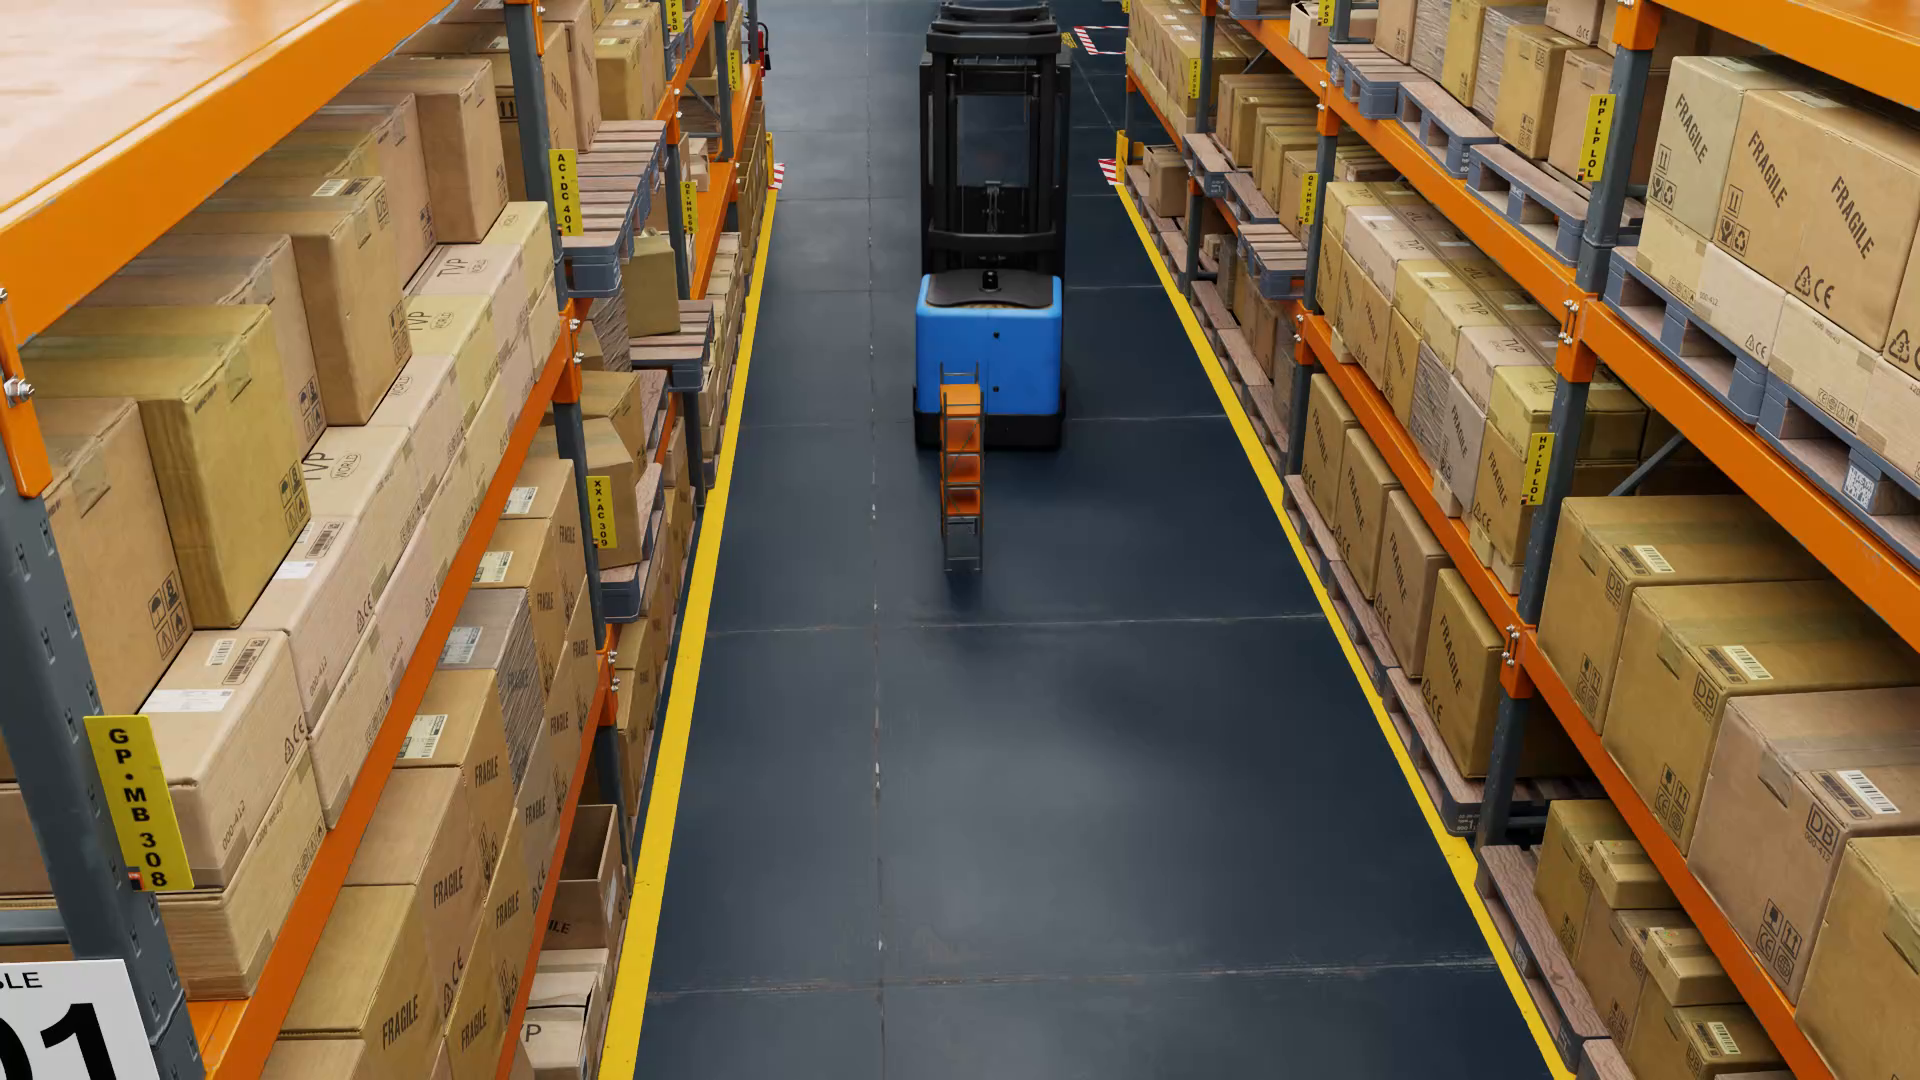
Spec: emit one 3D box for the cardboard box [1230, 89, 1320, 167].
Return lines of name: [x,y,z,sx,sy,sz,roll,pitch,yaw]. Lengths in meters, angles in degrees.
cardboard box: [2.538,-3.272,13.196,0.700,0.500,0.500,1,28,3]

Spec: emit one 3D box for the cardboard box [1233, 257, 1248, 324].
cardboard box: [2.655,-2.037,13.638,0.700,0.500,0.500,-2,28,-4]

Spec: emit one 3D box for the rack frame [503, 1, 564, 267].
rack frame: [-2.006,-2.371,5.565,1.000,3.000,0.127,-1,28,-3]

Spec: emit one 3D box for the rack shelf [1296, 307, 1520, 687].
rack shelf: [2.836,-0.437,9.122,1.077,0.370,4.000,-1,28,-3]

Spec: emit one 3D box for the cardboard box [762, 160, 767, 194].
cardboard box: [-2.271,-3.749,17.213,0.500,0.250,0.500,-1,28,-3]

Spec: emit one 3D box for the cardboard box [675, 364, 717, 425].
cardboard box: [-1.949,-1.023,11.380,0.500,0.311,0.500,0,28,-1]

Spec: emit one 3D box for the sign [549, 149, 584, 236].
sign: [-1.464,-1.287,6.171,0.100,0.325,0.005,-1,28,-3]

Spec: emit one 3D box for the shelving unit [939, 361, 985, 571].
shelving unit: [0.009,-0.456,10.326,0.258,1.200,0.503,-1,28,-3]

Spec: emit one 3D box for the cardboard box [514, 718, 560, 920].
cardboard box: [-1.666,0.945,5.587,0.500,0.500,0.500,-1,28,-1]

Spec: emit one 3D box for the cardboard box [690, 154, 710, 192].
cardboard box: [-2.194,-2.944,13.297,0.396,0.266,0.258,-2,28,-4]

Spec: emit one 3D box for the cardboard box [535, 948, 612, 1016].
cardboard box: [-1.613,1.786,6.689,0.380,0.149,0.250,-1,28,-3]

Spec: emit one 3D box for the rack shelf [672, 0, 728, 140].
rack shelf: [-2.319,-3.493,11.737,1.077,0.370,4.000,-1,28,-3]

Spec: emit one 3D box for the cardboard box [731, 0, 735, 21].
cardboard box: [-2.585,-5.389,16.328,0.700,0.500,0.500,-2,28,-4]

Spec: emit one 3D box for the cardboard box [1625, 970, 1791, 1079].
cardboard box: [2.925,1.907,6.099,0.700,0.500,0.500,-1,28,-1]

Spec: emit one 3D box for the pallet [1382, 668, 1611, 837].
pallet: [2.825,1.050,8.509,1.003,0.211,1.213,-1,28,-3]

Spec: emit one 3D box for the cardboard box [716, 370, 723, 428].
cardboard box: [-1.976,-1.006,11.955,0.500,0.250,0.500,-2,28,-4]

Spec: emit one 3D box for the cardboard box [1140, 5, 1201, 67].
cardboard box: [2.076,-4.954,16.334,0.500,0.500,0.500,-2,28,-4]

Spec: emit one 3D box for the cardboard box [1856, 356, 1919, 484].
cardboard box: [2.786,-0.291,4.421,0.500,0.250,0.500,-2,28,-4]

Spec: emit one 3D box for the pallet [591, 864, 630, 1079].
pallet: [-1.971,1.843,6.989,1.003,0.211,1.213,-1,28,-3]

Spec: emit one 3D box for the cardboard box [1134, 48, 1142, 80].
cardboard box: [2.064,-4.844,16.934,0.500,0.250,0.500,-2,28,-4]

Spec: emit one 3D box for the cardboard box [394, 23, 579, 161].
cardboard box: [-2.016,-1.858,7.155,0.600,0.600,0.600,-2,28,-3]

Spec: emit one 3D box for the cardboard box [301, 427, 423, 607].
cardboard box: [-1.616,-0.054,3.988,0.500,0.250,0.500,-1,28,-3]

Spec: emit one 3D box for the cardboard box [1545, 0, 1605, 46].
cardboard box: [2.982,-2.398,7.466,0.500,0.250,0.500,-2,28,-4]

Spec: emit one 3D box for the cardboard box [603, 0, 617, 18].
cardboard box: [-2.198,-3.174,9.159,0.500,0.500,0.500,-1,28,-3]

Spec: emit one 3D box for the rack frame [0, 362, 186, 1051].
rack frame: [-1.797,-0.524,2.023,1.000,3.000,0.127,-1,28,-3]

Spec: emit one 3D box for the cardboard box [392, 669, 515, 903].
cardboard box: [-1.640,0.730,4.917,0.500,0.500,0.500,-2,28,-3]

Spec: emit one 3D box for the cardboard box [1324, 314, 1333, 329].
cardboard box: [2.518,-1.419,10.478,0.380,0.149,0.250,-2,28,-3]

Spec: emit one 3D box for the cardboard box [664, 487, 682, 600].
cardboard box: [-1.905,0.020,9.695,0.500,0.500,0.500,-2,28,-5]

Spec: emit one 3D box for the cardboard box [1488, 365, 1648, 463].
cardboard box: [2.661,-0.559,7.316,0.500,0.250,0.500,-1,28,-1]

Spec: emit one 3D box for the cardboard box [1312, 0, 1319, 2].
cardboard box: [2.757,-3.665,11.156,0.797,0.503,0.637,2,28,5]

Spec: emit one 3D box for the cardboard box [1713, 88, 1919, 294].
cardboard box: [2.731,-1.086,5.133,0.500,0.500,0.500,-2,28,-4]

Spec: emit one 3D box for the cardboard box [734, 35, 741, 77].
cardboard box: [-2.589,-4.839,16.676,0.700,0.500,0.500,-1,28,-1]

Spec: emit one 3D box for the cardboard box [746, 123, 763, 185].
cardboard box: [-2.240,-3.850,16.597,0.500,0.500,0.500,-1,28,-3]

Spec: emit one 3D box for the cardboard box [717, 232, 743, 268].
cardboard box: [-2.116,-2.441,14.099,0.500,0.311,0.500,-1,28,-3]

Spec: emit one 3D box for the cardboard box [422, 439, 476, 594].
cardboard box: [-1.643,-0.063,4.546,0.500,0.250,0.500,-1,28,-3]

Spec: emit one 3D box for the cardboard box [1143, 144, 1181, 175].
cardboard box: [2.260,-4.055,17.713,0.500,0.311,0.500,-4,28,-8]

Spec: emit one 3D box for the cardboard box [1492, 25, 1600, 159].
cardboard box: [2.911,-2.066,7.640,0.700,0.500,0.500,-2,28,-4]

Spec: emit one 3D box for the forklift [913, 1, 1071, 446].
forklift: [0.264,-2.614,12.593,1.130,2.935,3.031,1,28,2]

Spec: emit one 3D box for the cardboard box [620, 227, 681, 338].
cardboard box: [-2.069,-1.501,9.821,0.700,0.500,0.500,-11,29,-20]

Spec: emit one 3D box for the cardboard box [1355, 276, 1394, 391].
cardboard box: [2.545,-1.163,9.284,0.500,0.500,0.500,-2,28,-3]

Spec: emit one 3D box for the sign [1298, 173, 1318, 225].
sign: [2.190,-2.140,10.444,0.100,0.325,0.005,-1,28,-3]

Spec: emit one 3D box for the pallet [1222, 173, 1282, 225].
pallet: [2.588,-2.508,12.522,1.003,0.211,1.213,-1,28,-3]

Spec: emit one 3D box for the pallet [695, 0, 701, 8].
pallet: [-2.365,-4.244,12.606,0.805,0.209,1.217,-2,28,-5]

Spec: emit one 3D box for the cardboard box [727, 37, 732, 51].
cardboard box: [-2.329,-4.581,15.481,0.380,0.149,0.250,-2,28,-3]

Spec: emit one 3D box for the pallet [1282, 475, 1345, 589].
pallet: [2.698,-0.077,10.670,1.003,0.211,1.213,-1,28,-3]

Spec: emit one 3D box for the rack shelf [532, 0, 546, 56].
rack shelf: [-2.110,-2.798,7.594,1.077,0.370,4.000,-1,28,-3]

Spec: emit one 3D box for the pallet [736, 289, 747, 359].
pallet: [-2.346,-1.830,14.030,1.003,0.211,1.213,-1,28,-3]

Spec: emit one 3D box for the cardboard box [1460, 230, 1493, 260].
cardboard box: [3.062,-1.518,9.154,0.500,0.250,0.500,-2,28,-4]

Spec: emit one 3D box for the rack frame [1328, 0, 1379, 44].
rack frame: [2.732,-4.339,9.339,1.000,3.000,0.127,-1,28,-3]

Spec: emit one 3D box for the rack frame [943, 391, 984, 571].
rack frame: [0.021,-0.343,10.110,0.240,1.200,0.015,-1,28,-3]

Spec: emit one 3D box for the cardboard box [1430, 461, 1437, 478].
cardboard box: [2.616,-0.351,8.429,0.380,0.149,0.250,-1,28,-3]

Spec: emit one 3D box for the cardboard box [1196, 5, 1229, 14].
cardboard box: [2.599,-4.965,16.355,0.500,0.500,0.500,-2,28,-4]

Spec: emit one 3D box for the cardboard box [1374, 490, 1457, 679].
cardboard box: [2.728,0.227,8.941,0.750,0.750,0.750,-1,28,-1]

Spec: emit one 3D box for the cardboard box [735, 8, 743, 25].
cardboard box: [-2.407,-5.292,16.843,0.380,0.149,0.250,-1,28,-1]

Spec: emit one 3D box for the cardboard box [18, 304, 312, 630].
cardboard box: [-1.782,-0.151,3.363,0.700,0.500,0.500,-1,28,-3]
